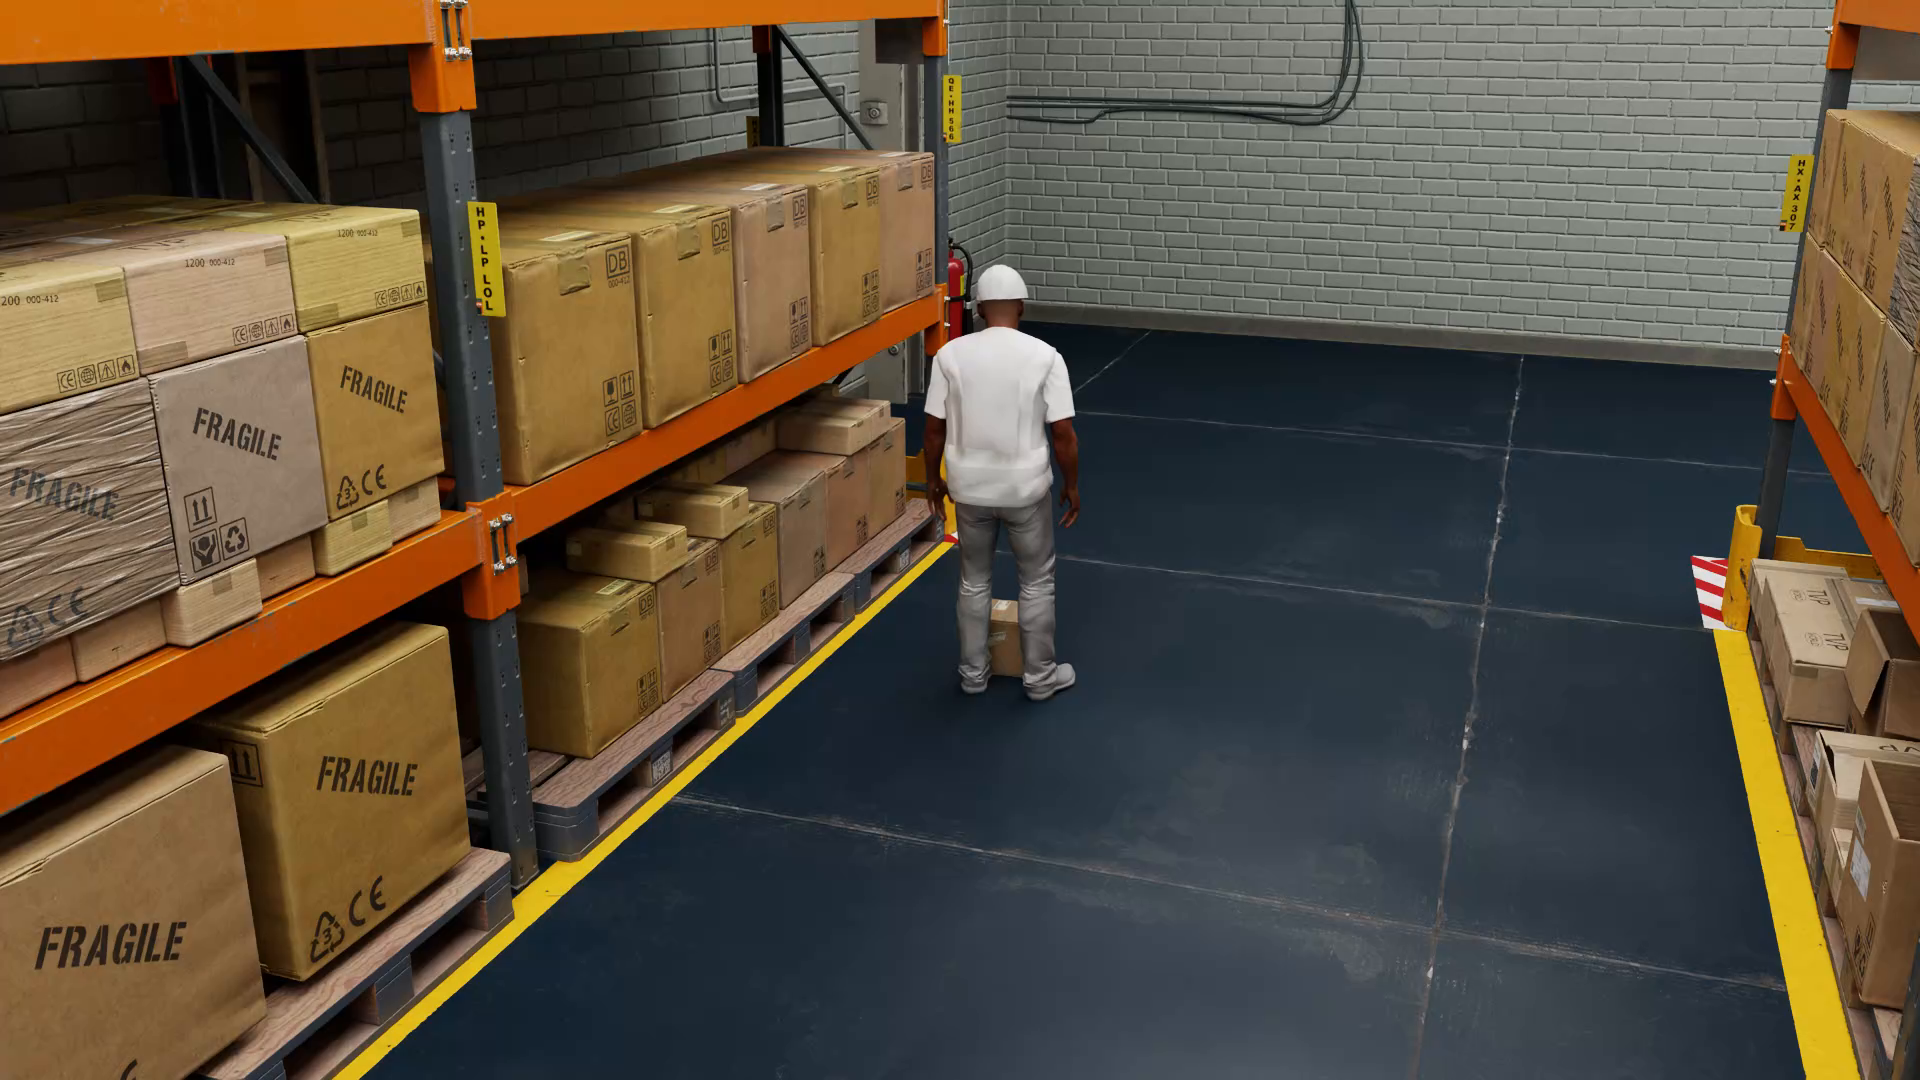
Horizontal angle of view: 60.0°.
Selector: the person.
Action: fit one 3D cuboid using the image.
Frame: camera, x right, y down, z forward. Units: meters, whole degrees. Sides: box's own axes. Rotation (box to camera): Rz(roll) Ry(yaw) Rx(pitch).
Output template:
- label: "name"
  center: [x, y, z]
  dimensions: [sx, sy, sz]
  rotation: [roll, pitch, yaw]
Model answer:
- label: "person"
  center: [0.172, -0.221, 6.694]
  dimensions: [0.632, 1.759, 0.462]
  rotation: [5, 19, 14]
